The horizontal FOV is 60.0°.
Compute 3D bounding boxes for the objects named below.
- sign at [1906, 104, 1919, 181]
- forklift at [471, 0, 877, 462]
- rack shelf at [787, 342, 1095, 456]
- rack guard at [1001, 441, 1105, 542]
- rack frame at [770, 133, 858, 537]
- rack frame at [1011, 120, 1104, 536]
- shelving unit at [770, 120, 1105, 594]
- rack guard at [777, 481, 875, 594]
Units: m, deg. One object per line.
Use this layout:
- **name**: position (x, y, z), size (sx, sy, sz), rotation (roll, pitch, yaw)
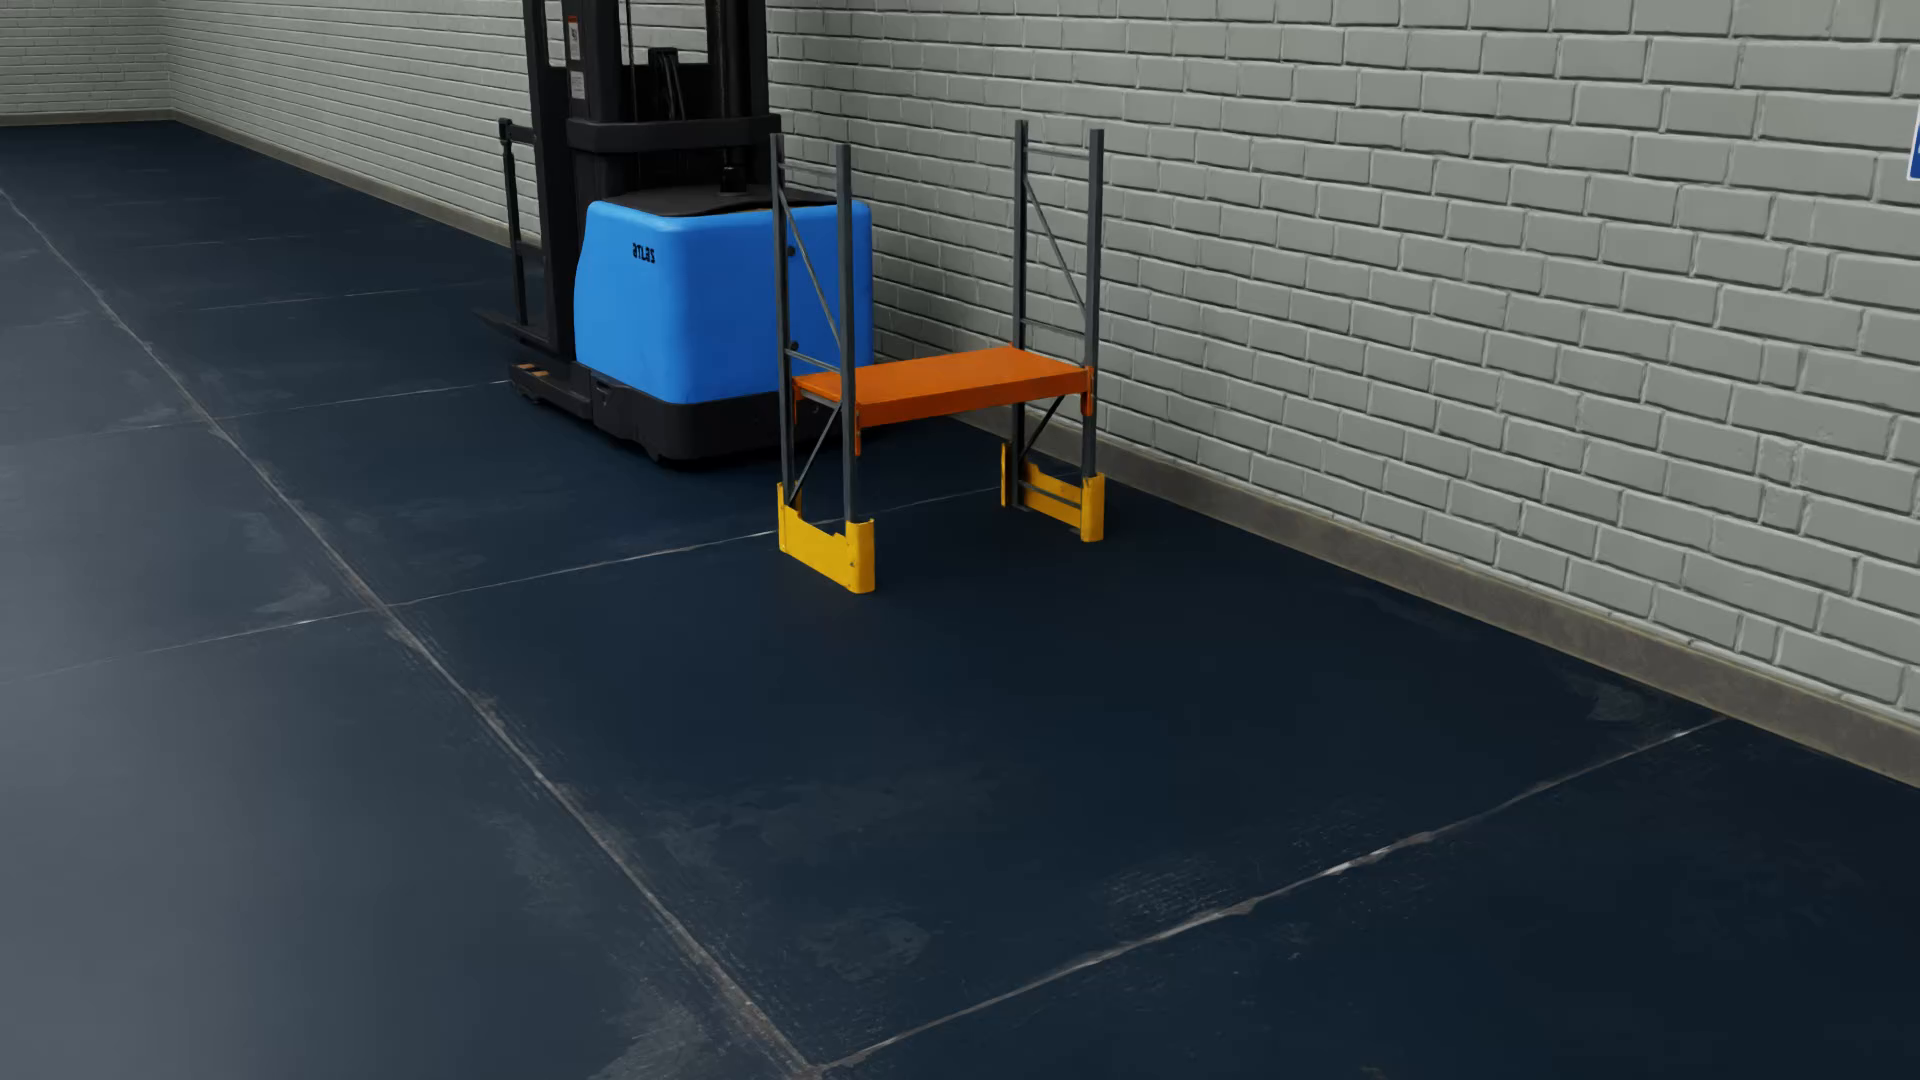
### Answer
- **sign**: position (2.429, -0.950, 3.948), size (0.001, 0.218, 0.327), rotation (-12, 22, -31)
- **forklift**: position (-1.621, -2.138, 7.993), size (1.130, 2.935, 3.031), rotation (-13, 22, -33)
- **rack shelf**: position (-0.071, -0.525, 6.018), size (1.000, 0.185, 0.538), rotation (-12, 22, -31)
- **rack guard**: position (0.352, -0.193, 6.425), size (0.087, 0.250, 0.587), rotation (-12, 22, -31)
- **rack frame**: position (-0.496, -0.606, 5.695), size (0.032, 1.500, 0.500), rotation (-12, 22, -31)
- **rack frame**: position (0.353, -0.785, 6.225), size (0.032, 1.500, 0.500), rotation (-12, 22, -31)
- **shelving unit**: position (-0.064, -0.697, 5.965), size (1.083, 1.500, 0.587), rotation (-12, 22, -31)
- **rack guard**: position (-0.480, -0.017, 5.906), size (0.087, 0.250, 0.587), rotation (-12, 22, -31)
